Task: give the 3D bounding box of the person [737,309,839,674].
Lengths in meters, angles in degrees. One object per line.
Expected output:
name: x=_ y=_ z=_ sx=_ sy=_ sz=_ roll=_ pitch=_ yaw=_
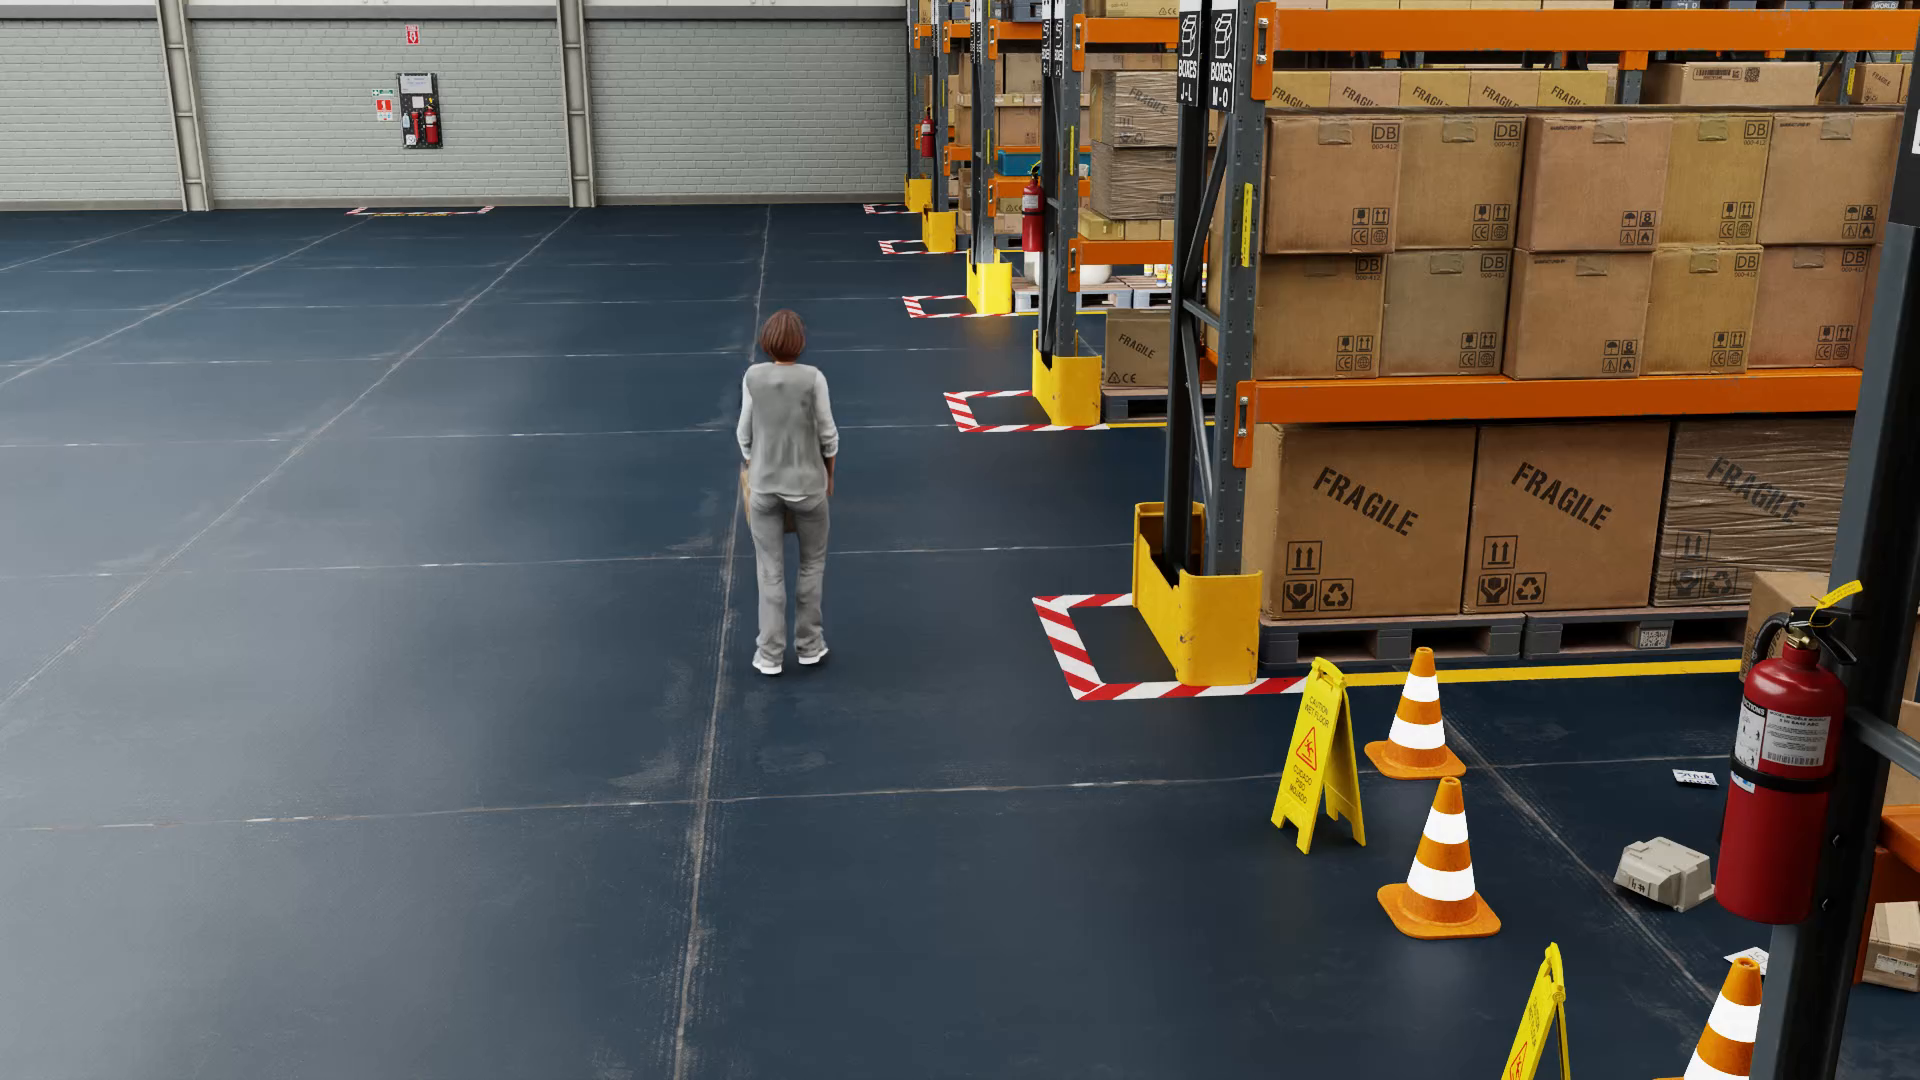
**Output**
person: x=-0.748 y=-0.205 z=7.229 sx=0.448 sy=1.597 sz=0.459 roll=2 pitch=17 yaw=5
